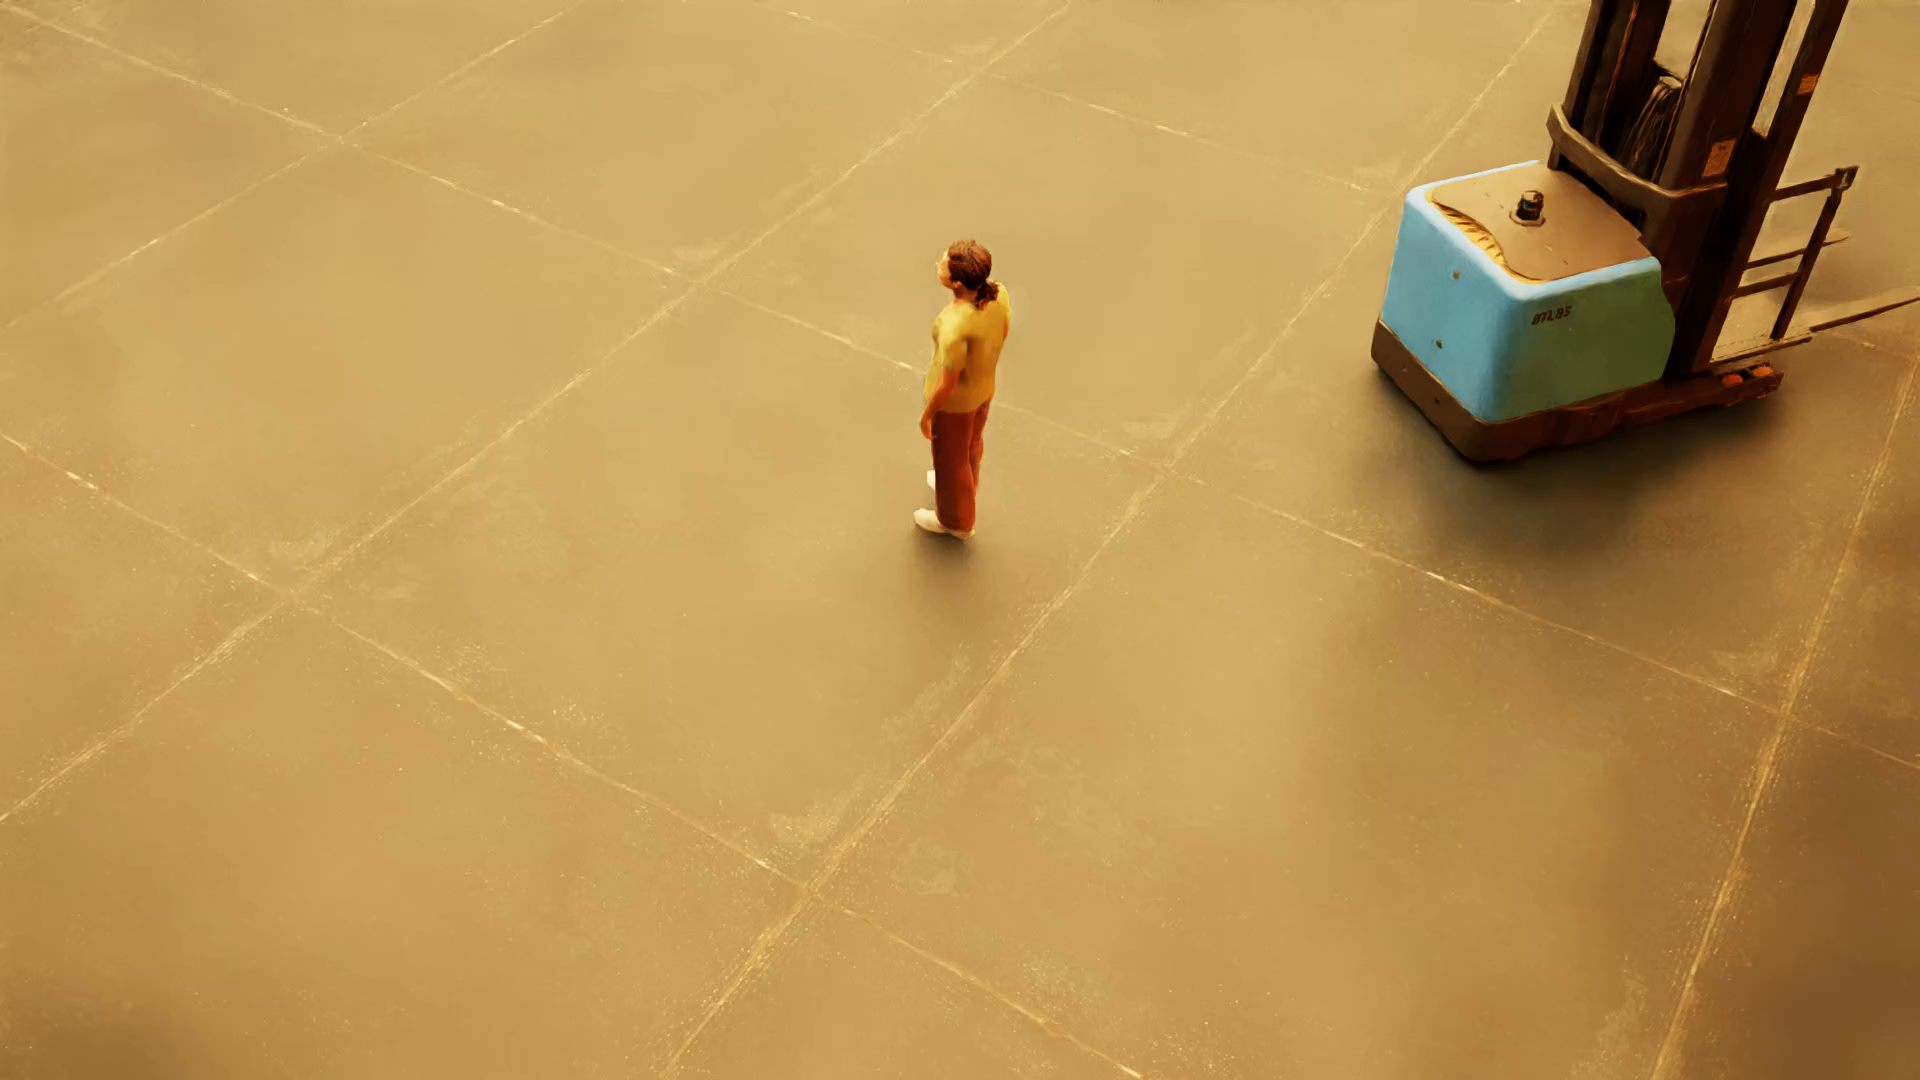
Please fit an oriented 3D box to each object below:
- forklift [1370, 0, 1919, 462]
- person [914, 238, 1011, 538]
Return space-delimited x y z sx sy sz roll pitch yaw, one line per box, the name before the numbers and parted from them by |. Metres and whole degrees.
forklift | 3.773 -2.093 8.056 3.031 2.935 1.130 -15 45 -15
person | -0.056 -0.675 7.406 0.549 1.673 0.554 24 48 23
